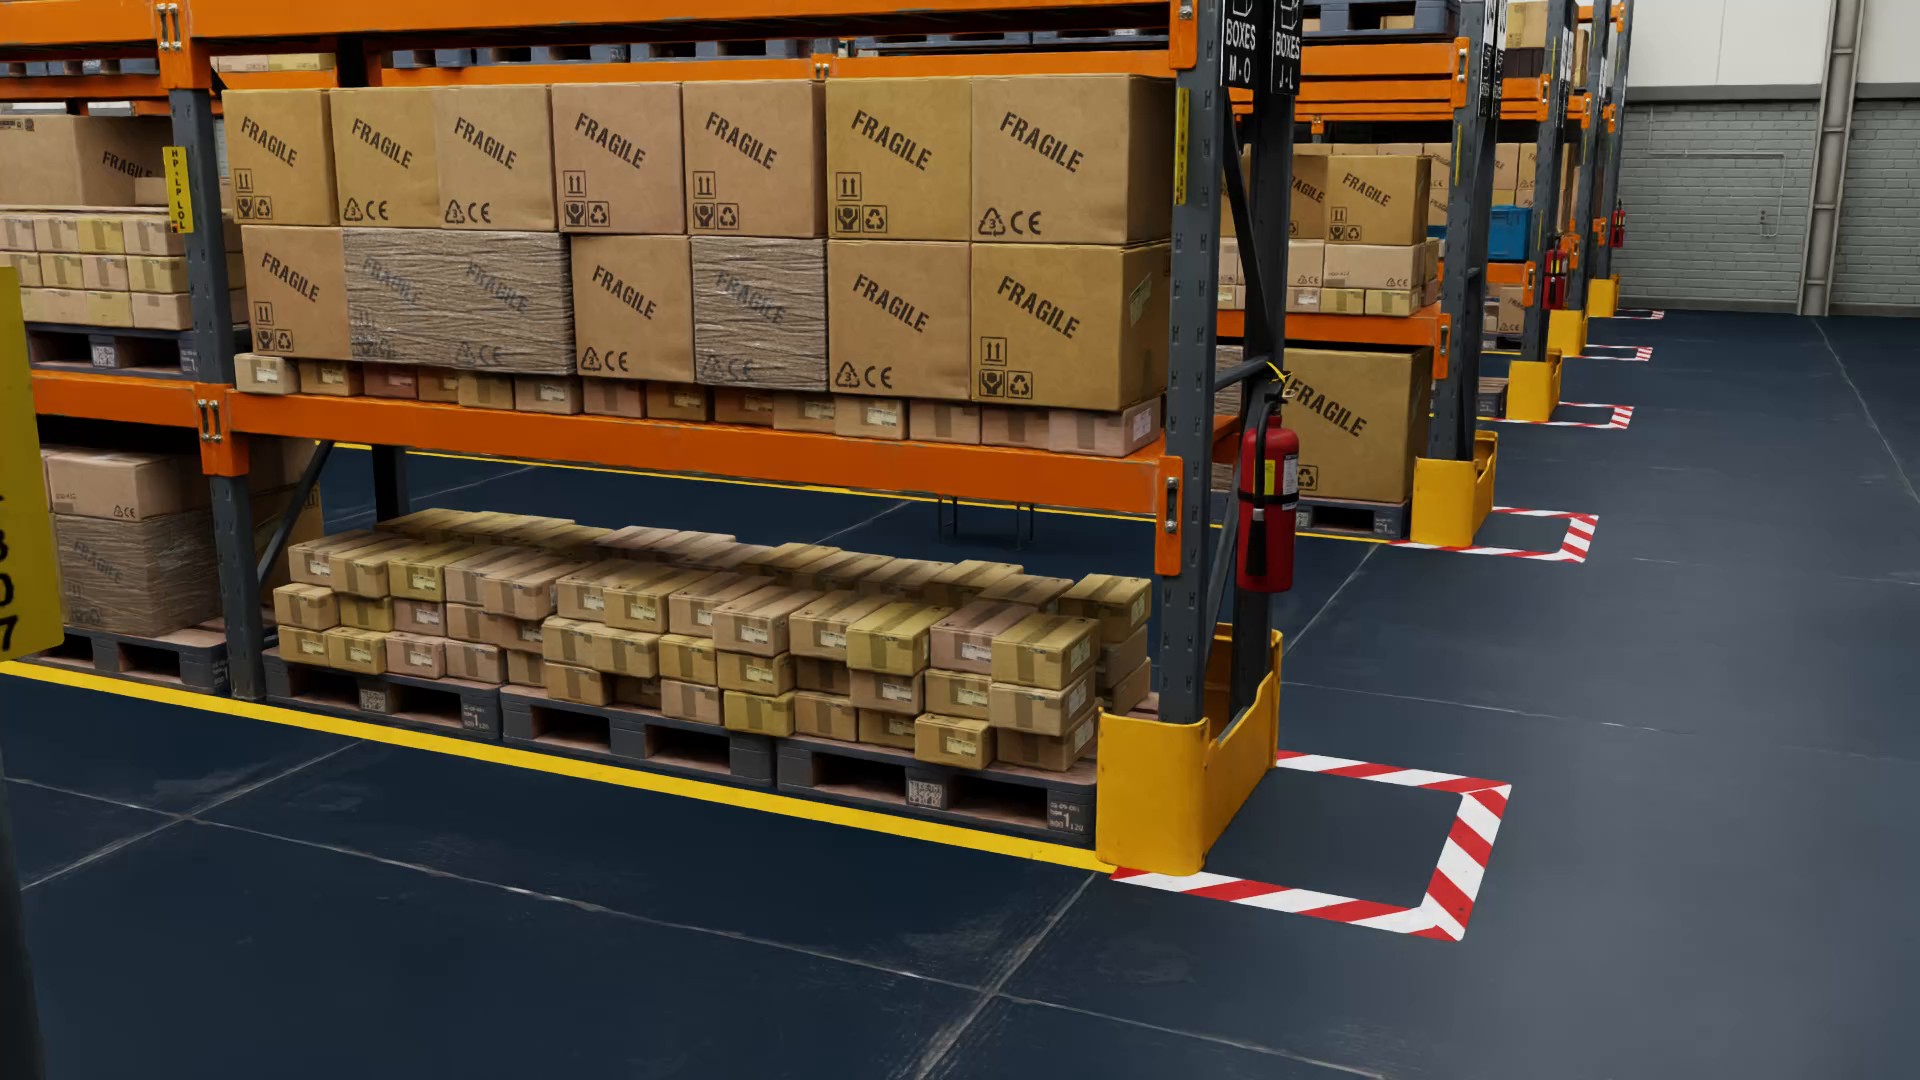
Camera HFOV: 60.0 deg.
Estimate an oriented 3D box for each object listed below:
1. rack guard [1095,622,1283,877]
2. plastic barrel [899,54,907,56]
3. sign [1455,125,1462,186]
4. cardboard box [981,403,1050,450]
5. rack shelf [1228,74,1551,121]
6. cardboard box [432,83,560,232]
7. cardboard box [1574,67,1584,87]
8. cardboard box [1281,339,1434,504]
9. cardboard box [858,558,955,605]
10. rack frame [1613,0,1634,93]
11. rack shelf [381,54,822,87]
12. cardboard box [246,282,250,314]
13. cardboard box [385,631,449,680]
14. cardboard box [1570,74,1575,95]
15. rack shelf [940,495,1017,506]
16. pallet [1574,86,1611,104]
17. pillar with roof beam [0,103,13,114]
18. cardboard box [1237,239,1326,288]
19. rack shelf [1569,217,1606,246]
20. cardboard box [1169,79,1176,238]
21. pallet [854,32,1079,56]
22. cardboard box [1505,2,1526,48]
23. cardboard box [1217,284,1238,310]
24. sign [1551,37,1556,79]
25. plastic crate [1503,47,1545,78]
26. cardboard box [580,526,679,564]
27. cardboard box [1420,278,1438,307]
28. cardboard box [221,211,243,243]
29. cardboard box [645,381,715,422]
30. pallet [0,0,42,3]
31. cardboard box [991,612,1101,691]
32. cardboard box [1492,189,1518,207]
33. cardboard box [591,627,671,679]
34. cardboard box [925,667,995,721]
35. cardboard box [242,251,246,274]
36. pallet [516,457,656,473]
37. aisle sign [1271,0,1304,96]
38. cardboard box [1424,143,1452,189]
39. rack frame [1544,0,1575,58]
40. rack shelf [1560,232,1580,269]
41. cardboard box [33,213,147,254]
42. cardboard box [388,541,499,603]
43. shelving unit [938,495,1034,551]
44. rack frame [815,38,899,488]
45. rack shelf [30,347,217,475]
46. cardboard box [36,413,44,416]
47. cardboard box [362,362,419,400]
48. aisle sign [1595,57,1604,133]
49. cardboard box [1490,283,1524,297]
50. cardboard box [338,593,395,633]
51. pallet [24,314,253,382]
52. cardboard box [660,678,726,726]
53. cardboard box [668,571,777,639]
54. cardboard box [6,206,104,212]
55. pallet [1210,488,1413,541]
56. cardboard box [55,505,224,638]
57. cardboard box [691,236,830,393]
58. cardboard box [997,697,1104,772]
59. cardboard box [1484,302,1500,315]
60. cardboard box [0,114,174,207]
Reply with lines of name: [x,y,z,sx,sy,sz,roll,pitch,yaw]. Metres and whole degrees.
rack guard: [0.811,0.684,5.746,0.348,0.500,1.175,6,14,23]
plastic barrel: [-0.292,-4.992,15.880,0.708,0.901,0.600,6,14,23]
sign: [2.749,-2.120,9.168,0.005,0.325,0.100,6,14,23]
cardboard box: [0.256,-0.406,5.467,0.250,0.149,0.380,6,14,23]
rack shelf: [3.159,-3.882,14.742,4.000,0.370,1.077,6,14,23]
cardboard box: [-1.535,-1.386,6.036,0.500,0.500,0.500,6,14,24]
cardboard box: [8.224,-6.309,22.700,0.500,0.250,0.500,6,15,25]
cardboard box: [2.364,-0.765,10.181,0.875,0.875,0.875,6,14,23]
cardboard box: [-0.201,0.192,6.388,0.250,0.149,0.380,5,14,20]
rack frame: [9.001,-7.577,22.347,0.127,3.000,1.000,6,14,23]
rack shelf: [-2.504,-3.218,11.911,4.000,0.370,1.077,6,14,23]
cardboard box: [-3.207,-1.135,7.657,0.250,0.149,0.380,6,14,24]
cardboard box: [-2.082,0.425,6.699,0.250,0.149,0.380,6,14,23]
cardboard box: [6.631,-5.109,18.725,0.500,0.250,0.500,6,14,23]
rack shelf: [0.151,-0.310,9.613,0.480,0.148,0.258,6,14,23]
pallet: [8.318,-6.140,22.983,1.213,0.211,1.003,6,14,23]
pillar with roof beam: [-22.839,-9.940,32.416,0.400,9.000,9.100,6,14,23]
cardboard box: [1.968,-1.661,9.944,0.500,0.250,0.500,6,14,22]
rack shelf: [7.172,-4.491,23.903,4.000,0.370,1.077,6,14,23]
cardboard box: [0.577,-1.303,5.684,0.500,0.500,0.500,6,14,23]
pallet: [0.068,-3.262,10.718,1.213,0.211,1.003,6,14,23]
cardboard box: [6.098,-5.725,18.614,0.500,0.500,0.700,6,14,23]
cardboard box: [1.588,-1.489,10.083,0.250,0.149,0.380,5,14,22]
sign: [4.780,-3.880,13.387,0.005,0.325,0.100,6,14,23]
plastic crate: [4.749,-4.078,14.286,0.590,0.269,0.497,6,14,23]
cardboard box: [-1.375,0.059,6.955,0.250,0.149,0.380,5,14,21]
cardboard box: [2.791,-1.532,10.268,0.250,0.149,0.380,6,14,24]
cardboard box: [-3.208,-1.425,7.589,0.250,0.149,0.380,6,15,25]
cardboard box: [-0.923,-0.533,6.012,0.250,0.149,0.380,6,15,24]
pallet: [-3.298,-2.344,7.024,1.003,0.211,1.213,6,14,23]
cardboard box: [0.294,0.372,5.623,0.250,0.149,0.380,6,14,24]
cardboard box: [6.002,-3.702,18.746,0.500,0.500,0.500,6,14,24]
cardboard box: [-1.162,0.383,6.225,0.250,0.149,0.380,6,14,24]
cardboard box: [0.065,0.488,5.779,0.250,0.149,0.380,5,14,22]
cardboard box: [-3.188,-1.279,7.619,0.250,0.149,0.380,5,14,22]
pallet: [-2.531,-0.733,12.418,1.213,0.211,1.003,6,14,23]
aisle sign: [1.069,-1.847,5.371,0.004,0.787,0.394,6,14,23]
cardboard box: [5.541,-4.234,18.825,0.500,0.500,0.500,6,15,25]
rack frame: [4.988,-5.508,13.529,0.127,3.000,1.000,6,14,23]
rack shelf: [5.169,-3.456,19.492,4.000,0.370,1.077,6,14,23]
cardboard box: [-3.704,-1.313,7.113,0.250,0.149,0.380,5,14,21]
cardboard box: [-2.067,0.124,6.680,0.250,0.149,0.380,6,14,22]
shelving unit: [0.151,-0.569,9.552,0.503,1.200,0.258,6,14,23]
rack frame: [-0.675,-1.923,11.382,0.127,3.000,1.000,6,14,23]
rack shelf: [-4.605,-0.731,7.878,4.000,0.370,1.077,6,14,23]
cardboard box: [-4.778,-0.515,8.296,0.500,0.250,0.500,6,15,25]
cardboard box: [-2.119,-0.657,6.539,0.250,0.149,0.380,5,14,21]
aisle sign: [6.936,-4.817,18.025,0.004,0.787,0.394,6,14,23]
cardboard box: [7.863,-3.734,23.654,0.500,0.500,0.700,6,14,23]
cardboard box: [-2.307,0.248,6.803,0.250,0.149,0.380,6,14,24]
pallet: [-3.417,-0.904,7.460,1.213,0.211,1.003,6,14,23]
cardboard box: [-0.900,0.547,6.178,0.250,0.149,0.380,6,15,24]
cardboard box: [-0.876,0.241,6.180,0.250,0.149,0.380,5,14,21]
cardboard box: [-4.381,-1.544,8.097,0.250,0.149,0.380,6,15,25]
pallet: [2.219,-0.253,10.369,1.213,0.211,1.003,6,14,23]
cardboard box: [-3.556,0.101,7.313,0.500,0.500,0.500,5,14,22]
cardboard box: [-0.571,-0.801,5.732,0.500,0.500,0.500,6,14,23]
cardboard box: [0.315,0.652,5.730,0.250,0.149,0.380,6,15,24]
cardboard box: [6.158,-2.653,19.549,0.500,0.250,0.500,6,14,23]
cardboard box: [-7.320,-3.057,13.983,1.000,1.000,1.000,6,14,24]
